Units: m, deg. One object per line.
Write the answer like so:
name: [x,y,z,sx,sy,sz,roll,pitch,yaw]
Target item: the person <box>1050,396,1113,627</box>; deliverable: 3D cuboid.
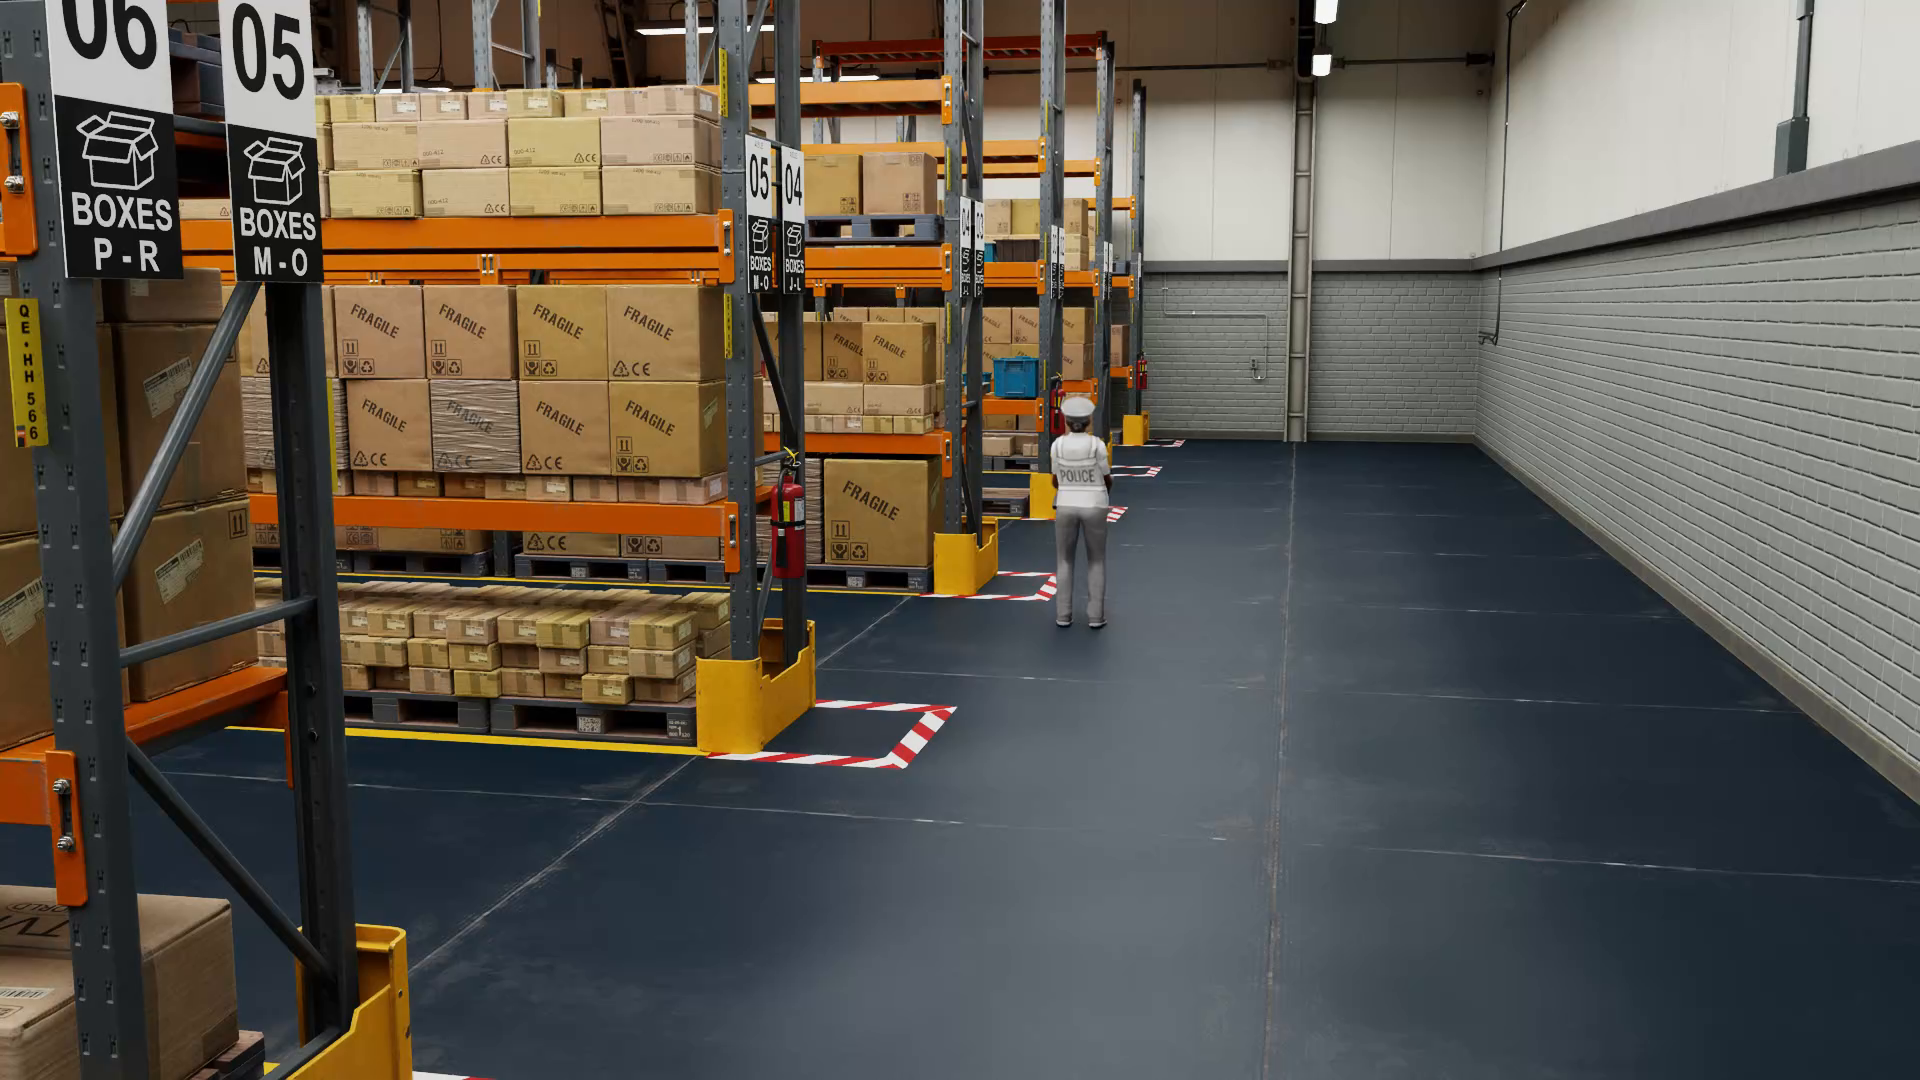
person: [0.898,-0.215,12.234,0.449,1.688,0.540,2,8,11]
